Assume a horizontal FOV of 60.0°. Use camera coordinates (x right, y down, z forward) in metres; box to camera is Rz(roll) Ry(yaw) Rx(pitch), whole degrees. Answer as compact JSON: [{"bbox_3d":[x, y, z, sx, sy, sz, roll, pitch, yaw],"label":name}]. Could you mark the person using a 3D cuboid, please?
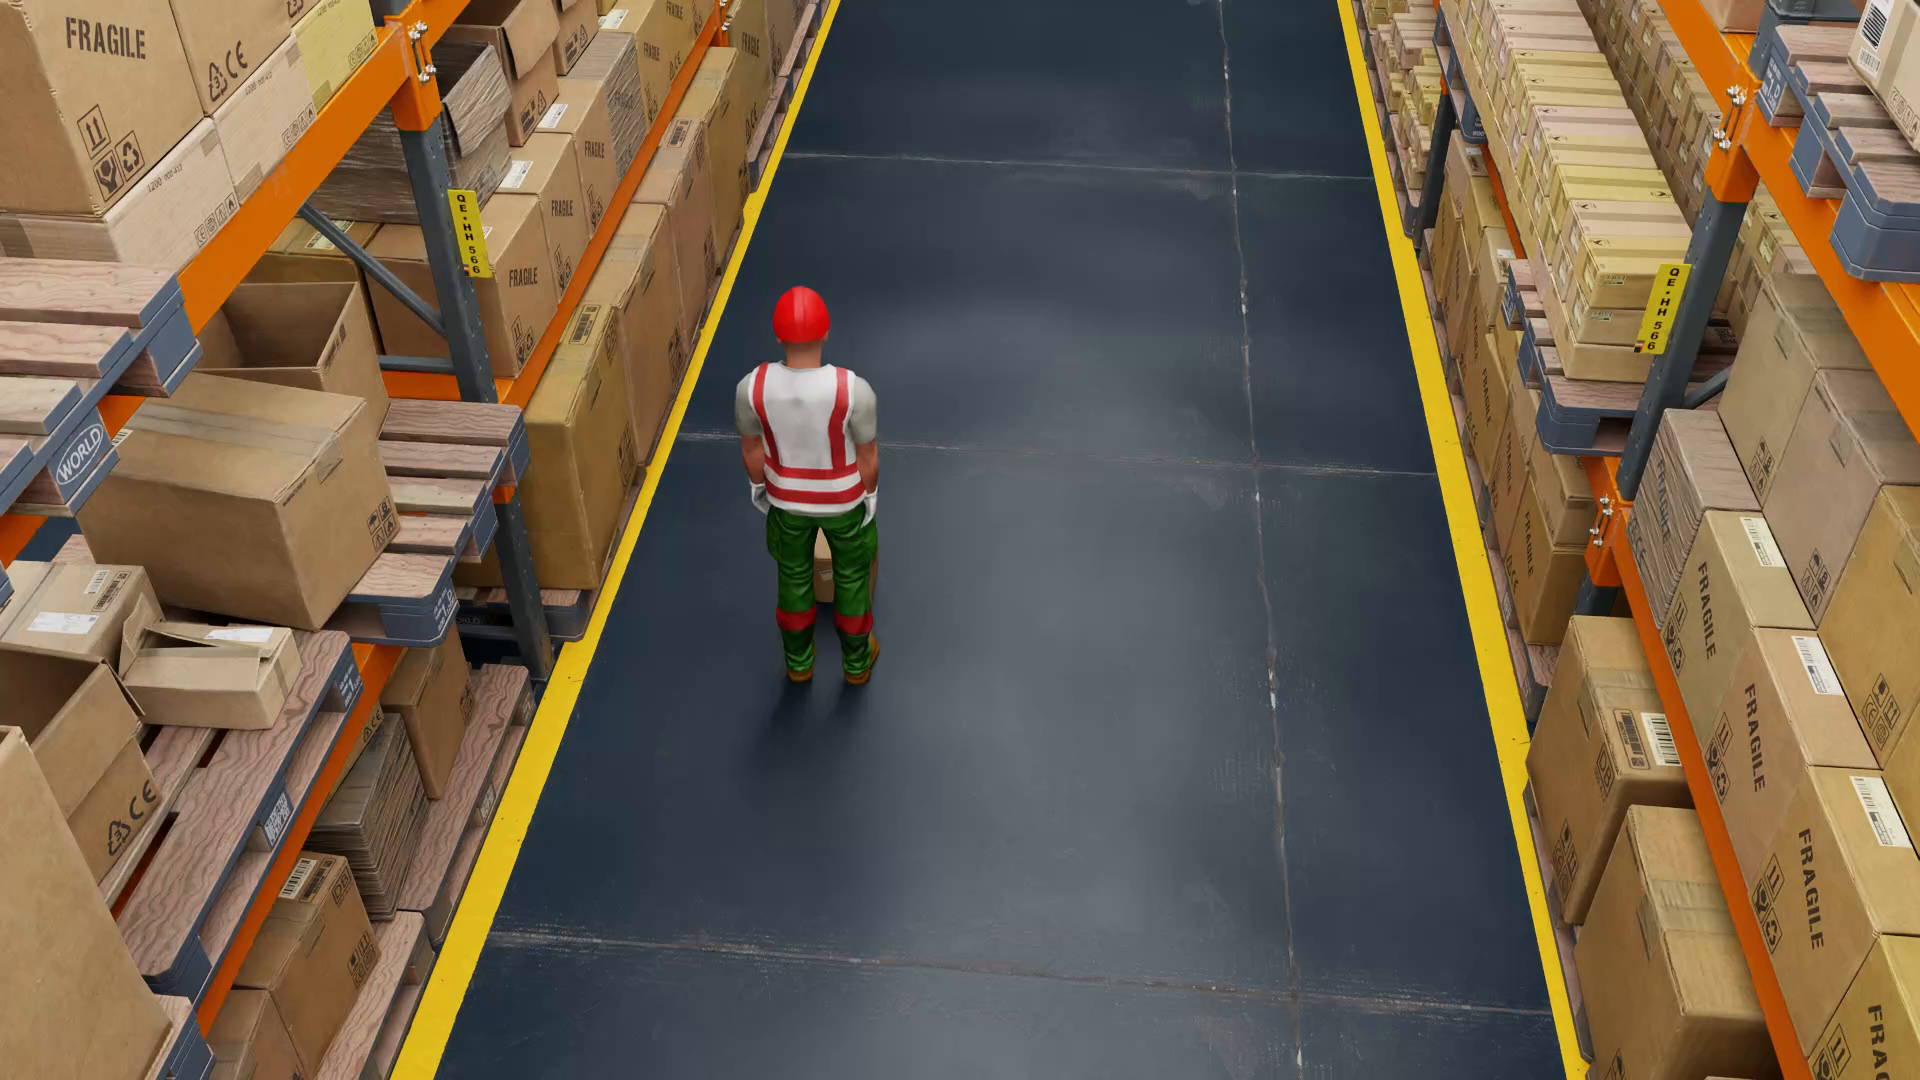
[{"bbox_3d":[-0.556,-0.177,6.355,0.526,1.782,0.341,4,40,5],"label":"person"}]
